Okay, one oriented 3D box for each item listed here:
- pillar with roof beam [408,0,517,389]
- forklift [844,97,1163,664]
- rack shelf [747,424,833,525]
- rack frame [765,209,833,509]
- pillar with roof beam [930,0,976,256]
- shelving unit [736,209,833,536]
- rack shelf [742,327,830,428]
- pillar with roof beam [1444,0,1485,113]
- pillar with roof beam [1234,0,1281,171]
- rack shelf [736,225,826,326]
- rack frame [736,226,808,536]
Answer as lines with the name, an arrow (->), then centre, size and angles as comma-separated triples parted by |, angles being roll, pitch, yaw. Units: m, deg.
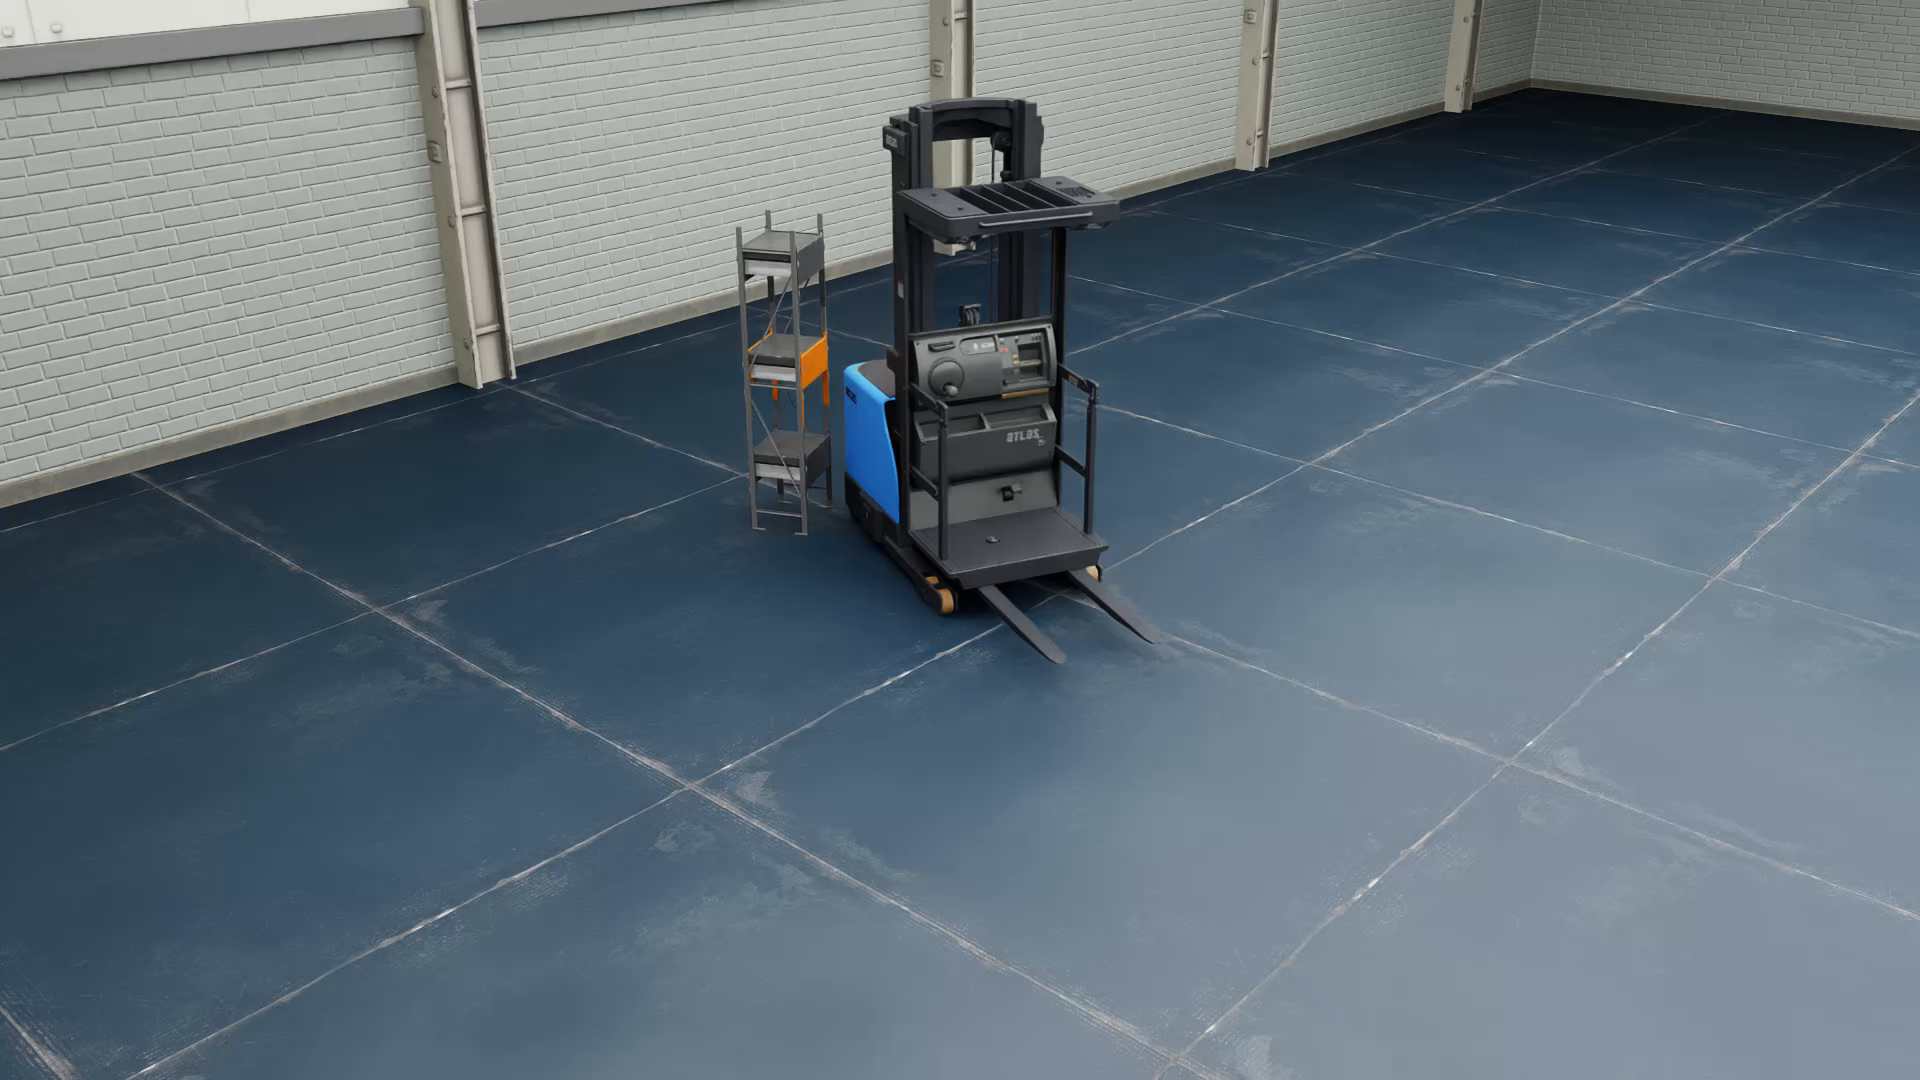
pillar with roof beam -> -0.871, -4.315, 9.874 | 9.100, 9.000, 0.400 | 20, 31, 38
forklift -> 0.246, -1.074, 10.062 | 1.130, 2.935, 3.031 | -10, 26, -21
rack shelf -> -1.162, -0.455, 11.443 | 0.431, 0.518, 0.480 | 7, 25, 15
rack frame -> -1.093, -1.202, 11.364 | 0.400, 2.100, 0.015 | 7, 25, 15
pillar with roof beam -> 3.133, -6.143, 13.951 | 9.100, 9.000, 0.400 | 20, 31, 38
shelving unit -> -1.162, -1.106, 11.151 | 0.431, 2.100, 0.503 | 7, 25, 15
rack shelf -> -1.162, -1.094, 11.156 | 0.431, 0.518, 0.480 | 7, 25, 15
pillar with roof beam -> 11.142, -9.799, 22.105 | 9.100, 9.000, 0.400 | 20, 31, 38
pillar with roof beam -> 7.137, -7.971, 18.028 | 9.100, 9.000, 0.400 | 20, 31, 38
rack shelf -> -1.162, -1.732, 10.870 | 0.431, 0.518, 0.480 | 7, 25, 15
rack frame -> -1.230, -1.010, 10.937 | 0.400, 2.100, 0.015 | 7, 25, 15
